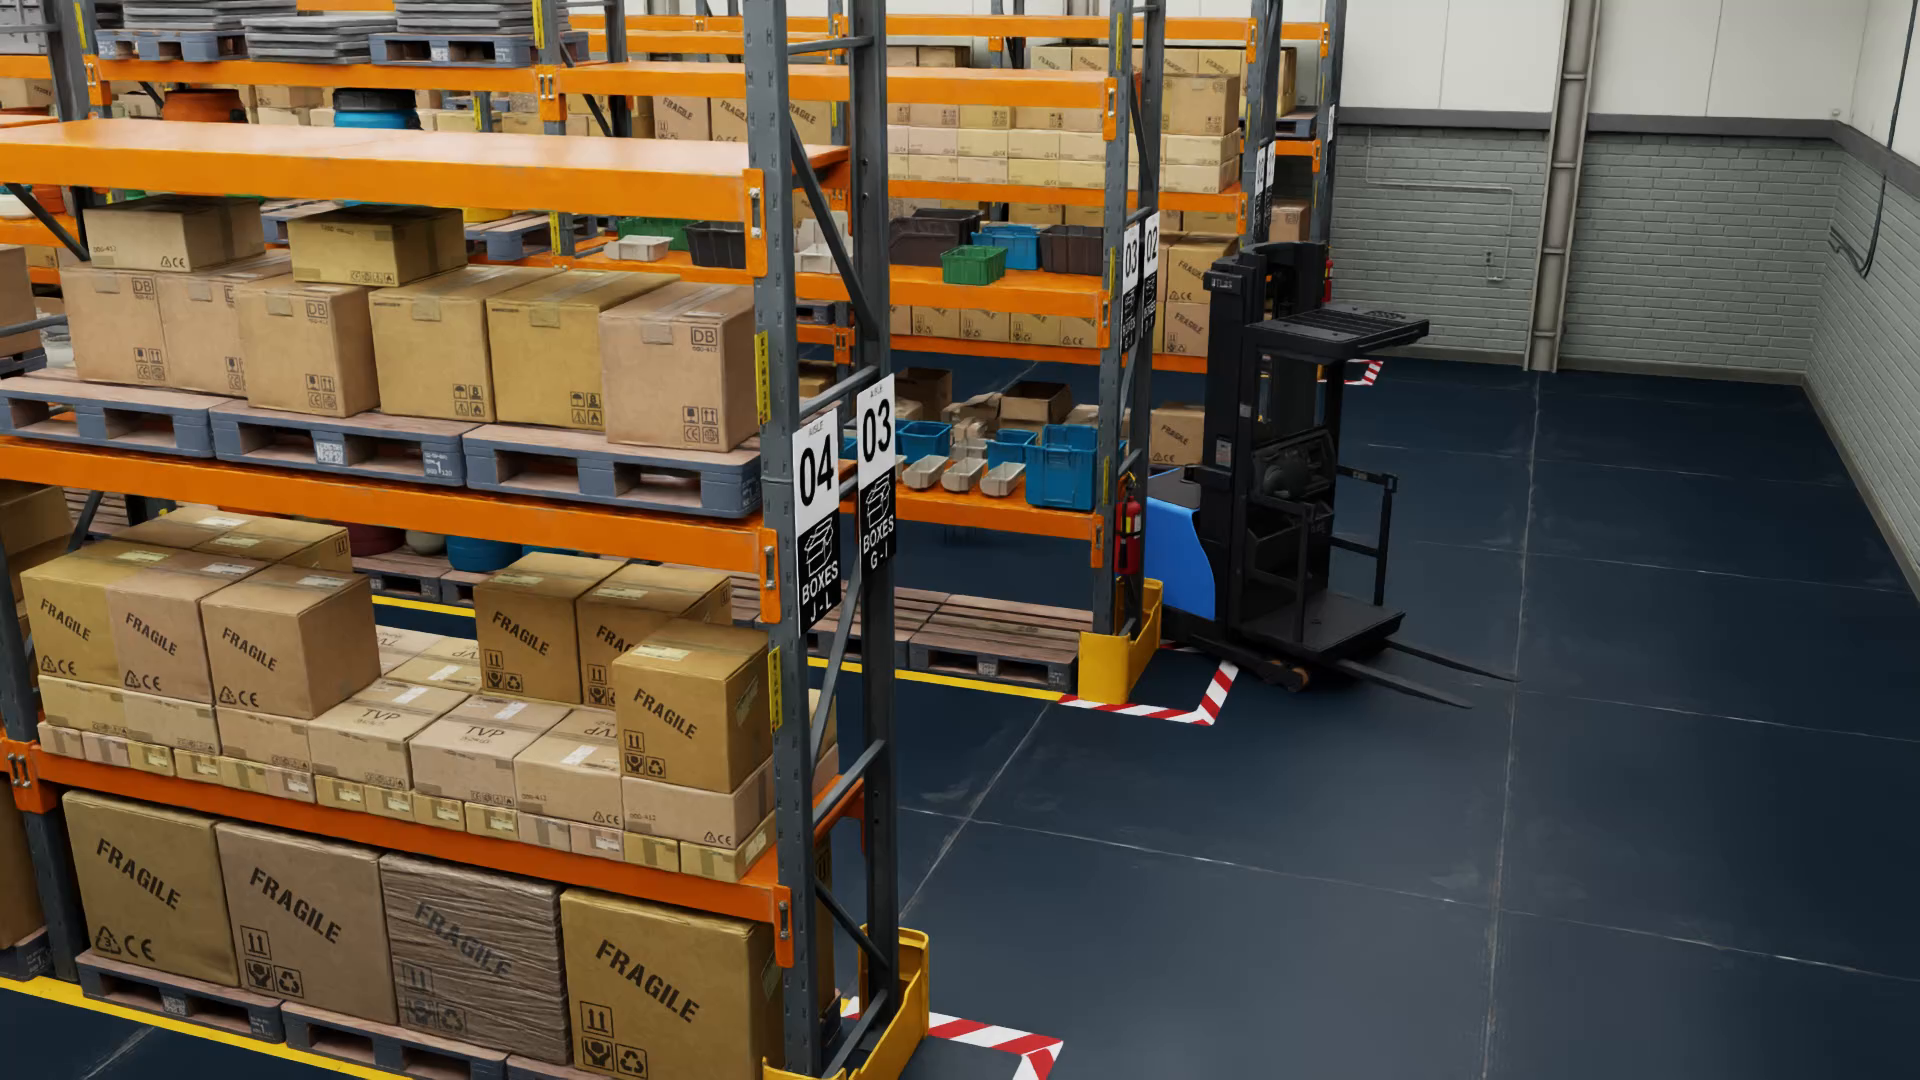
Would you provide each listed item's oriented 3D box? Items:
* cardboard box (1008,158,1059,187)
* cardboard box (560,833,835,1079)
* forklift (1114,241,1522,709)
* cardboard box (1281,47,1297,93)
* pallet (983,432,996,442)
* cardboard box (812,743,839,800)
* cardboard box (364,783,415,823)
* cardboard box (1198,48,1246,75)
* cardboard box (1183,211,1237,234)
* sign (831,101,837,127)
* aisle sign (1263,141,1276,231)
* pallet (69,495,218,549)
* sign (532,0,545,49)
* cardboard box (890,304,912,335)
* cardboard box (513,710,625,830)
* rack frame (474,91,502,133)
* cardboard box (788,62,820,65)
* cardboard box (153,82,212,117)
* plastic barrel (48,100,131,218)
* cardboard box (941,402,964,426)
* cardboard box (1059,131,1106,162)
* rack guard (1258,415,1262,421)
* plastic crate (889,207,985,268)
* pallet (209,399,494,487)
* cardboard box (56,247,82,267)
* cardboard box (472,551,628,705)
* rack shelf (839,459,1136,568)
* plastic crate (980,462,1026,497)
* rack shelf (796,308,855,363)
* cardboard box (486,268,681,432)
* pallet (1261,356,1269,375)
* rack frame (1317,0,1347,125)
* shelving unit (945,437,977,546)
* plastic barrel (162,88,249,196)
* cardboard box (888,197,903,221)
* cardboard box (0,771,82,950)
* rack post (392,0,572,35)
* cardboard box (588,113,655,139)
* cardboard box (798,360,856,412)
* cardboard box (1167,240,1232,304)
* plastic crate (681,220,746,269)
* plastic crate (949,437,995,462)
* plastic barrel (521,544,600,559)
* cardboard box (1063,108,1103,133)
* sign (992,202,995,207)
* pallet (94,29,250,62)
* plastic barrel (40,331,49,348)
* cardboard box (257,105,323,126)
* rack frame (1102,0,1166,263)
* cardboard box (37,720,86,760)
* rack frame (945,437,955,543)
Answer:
[{"bbox_3d":[0.766,-3.508,15.754,0.500,0.250,0.500,7,20,18],"label":"cardboard box"},{"bbox_3d":[-1.135,1.818,7.394,0.875,0.875,0.875,7,20,18],"label":"cardboard box"},{"bbox_3d":[2.505,-0.519,11.612,1.130,2.935,3.031,-17,26,-41],"label":"forklift"},{"bbox_3d":[3.762,-5.662,20.004,0.500,0.500,0.500,6,20,16],"label":"cardboard box"},{"bbox_3d":[0.776,-0.932,16.930,1.213,0.211,1.003,7,20,18],"label":"pallet"},{"bbox_3d":[-0.731,1.035,7.432,0.250,0.149,0.380,7,20,19],"label":"cardboard box"},{"bbox_3d":[-2.393,1.075,7.318,0.250,0.149,0.380,7,20,19],"label":"cardboard box"},{"bbox_3d":[3.122,-5.560,19.711,0.500,0.500,0.500,7,20,20],"label":"cardboard box"},{"bbox_3d":[3.196,-3.832,20.556,0.700,0.700,0.980,6,20,18],"label":"cardboard box"},{"bbox_3d":[-1.207,-4.128,15.921,0.005,0.325,0.100,7,20,18],"label":"sign"},{"bbox_3d":[2.911,-3.334,15.634,0.004,0.787,0.394,7,20,18],"label":"aisle sign"},{"bbox_3d":[-7.155,-0.126,14.617,1.213,0.211,1.003,7,20,18],"label":"pallet"},{"bbox_3d":[-2.840,-3.478,11.200,0.005,0.325,0.100,7,20,18],"label":"sign"},{"bbox_3d":[-0.636,-2.362,16.643,0.500,0.500,0.500,7,20,19],"label":"cardboard box"},{"bbox_3d":[-1.528,0.963,7.033,0.500,0.250,0.500,6,20,17],"label":"cardboard box"},{"bbox_3d":[-4.807,-5.719,17.313,0.127,3.000,1.000,7,20,18],"label":"rack frame"},{"bbox_3d":[-2.190,-6.023,21.921,0.500,0.500,0.700,5,20,15],"label":"cardboard box"},{"bbox_3d":[-8.975,-5.183,19.329,0.500,0.500,0.500,8,21,23],"label":"cardboard box"},{"bbox_3d":[-7.140,-3.156,13.755,0.600,0.901,0.600,0,19,0],"label":"plastic barrel"},{"bbox_3d":[-0.023,-1.321,17.471,0.250,0.149,0.380,7,20,18],"label":"cardboard box"},{"bbox_3d":[1.238,-3.689,15.515,0.500,0.250,0.500,7,20,18],"label":"cardboard box"},{"bbox_3d":[2.678,-0.850,16.256,0.348,0.500,1.175,7,20,18],"label":"rack guard"},{"bbox_3d":[-0.232,-2.120,11.639,0.767,0.338,0.504,7,20,18],"label":"plastic crate"},{"bbox_3d":[-2.365,-0.525,7.104,1.213,0.211,1.003,7,20,18],"label":"pallet"},{"bbox_3d":[-10.464,-3.577,20.129,0.500,0.500,0.700,7,20,20],"label":"cardboard box"},{"bbox_3d":[-1.833,0.390,7.538,0.500,0.500,0.500,6,20,17],"label":"cardboard box"},{"bbox_3d":[-0.768,-0.359,12.142,4.000,0.370,1.077,7,20,18],"label":"rack shelf"},{"bbox_3d":[0.291,-0.418,11.529,0.243,0.136,0.396,7,20,18],"label":"plastic crate"},{"bbox_3d":[-2.918,-2.331,17.799,4.000,0.370,1.077,7,20,18],"label":"rack shelf"},{"bbox_3d":[-1.505,-0.790,6.786,0.500,0.500,0.700,6,20,16],"label":"cardboard box"},{"bbox_3d":[3.591,-2.308,20.878,1.213,0.211,1.003,7,20,18],"label":"pallet"},{"bbox_3d":[4.372,-6.396,19.253,0.127,3.000,1.000,7,20,18],"label":"rack frame"},{"bbox_3d":[0.008,-0.424,14.426,0.210,0.900,0.258,7,20,18],"label":"shelving unit"},{"bbox_3d":[-5.901,-3.102,13.071,0.708,0.830,0.600,7,20,18],"label":"plastic barrel"},{"bbox_3d":[-0.882,-4.273,21.642,0.500,0.500,0.500,7,20,18],"label":"cardboard box"},{"bbox_3d":[-4.894,1.367,8.687,0.875,0.875,1.225,7,20,18],"label":"cardboard box"},{"bbox_3d":[-3.443,-3.813,11.957,0.954,0.300,0.937,6,20,17],"label":"rack post"},{"bbox_3d":[-3.411,-4.202,17.366,0.500,0.500,0.910,7,20,18],"label":"cardboard box"},{"bbox_3d":[-1.405,-1.610,17.767,0.500,0.500,0.500,6,20,16],"label":"cardboard box"},{"bbox_3d":[2.239,-2.504,15.533,0.500,0.500,0.500,6,20,18],"label":"cardboard box"},{"bbox_3d":[-1.574,-2.050,11.542,0.590,0.269,0.497,7,20,18],"label":"plastic crate"},{"bbox_3d":[0.079,-0.649,12.191,0.298,0.136,0.250,7,20,18],"label":"plastic crate"},{"bbox_3d":[-3.166,-0.186,13.104,0.708,0.901,0.600,7,20,18],"label":"plastic barrel"},{"bbox_3d":[1.308,-4.110,15.581,0.500,0.500,0.700,7,20,18],"label":"cardboard box"},{"bbox_3d":[0.425,-4.335,20.816,0.005,0.325,0.100,7,20,18],"label":"sign"},{"bbox_3d":[-5.765,-3.814,12.742,1.003,0.211,1.213,7,20,18],"label":"pallet"},{"bbox_3d":[-7.876,-1.490,14.123,0.421,0.512,0.421,0,19,0],"label":"plastic barrel"},{"bbox_3d":[-7.487,-4.735,18.634,0.500,0.250,0.500,5,20,13],"label":"cardboard box"},{"bbox_3d":[1.121,-3.316,10.417,0.127,3.000,1.000,7,20,18],"label":"rack frame"},{"bbox_3d":[-4.113,0.879,7.879,0.250,0.149,0.380,7,20,18],"label":"cardboard box"},{"bbox_3d":[-0.088,-0.435,14.457,0.006,0.900,0.240,7,20,18],"label":"rack frame"}]
